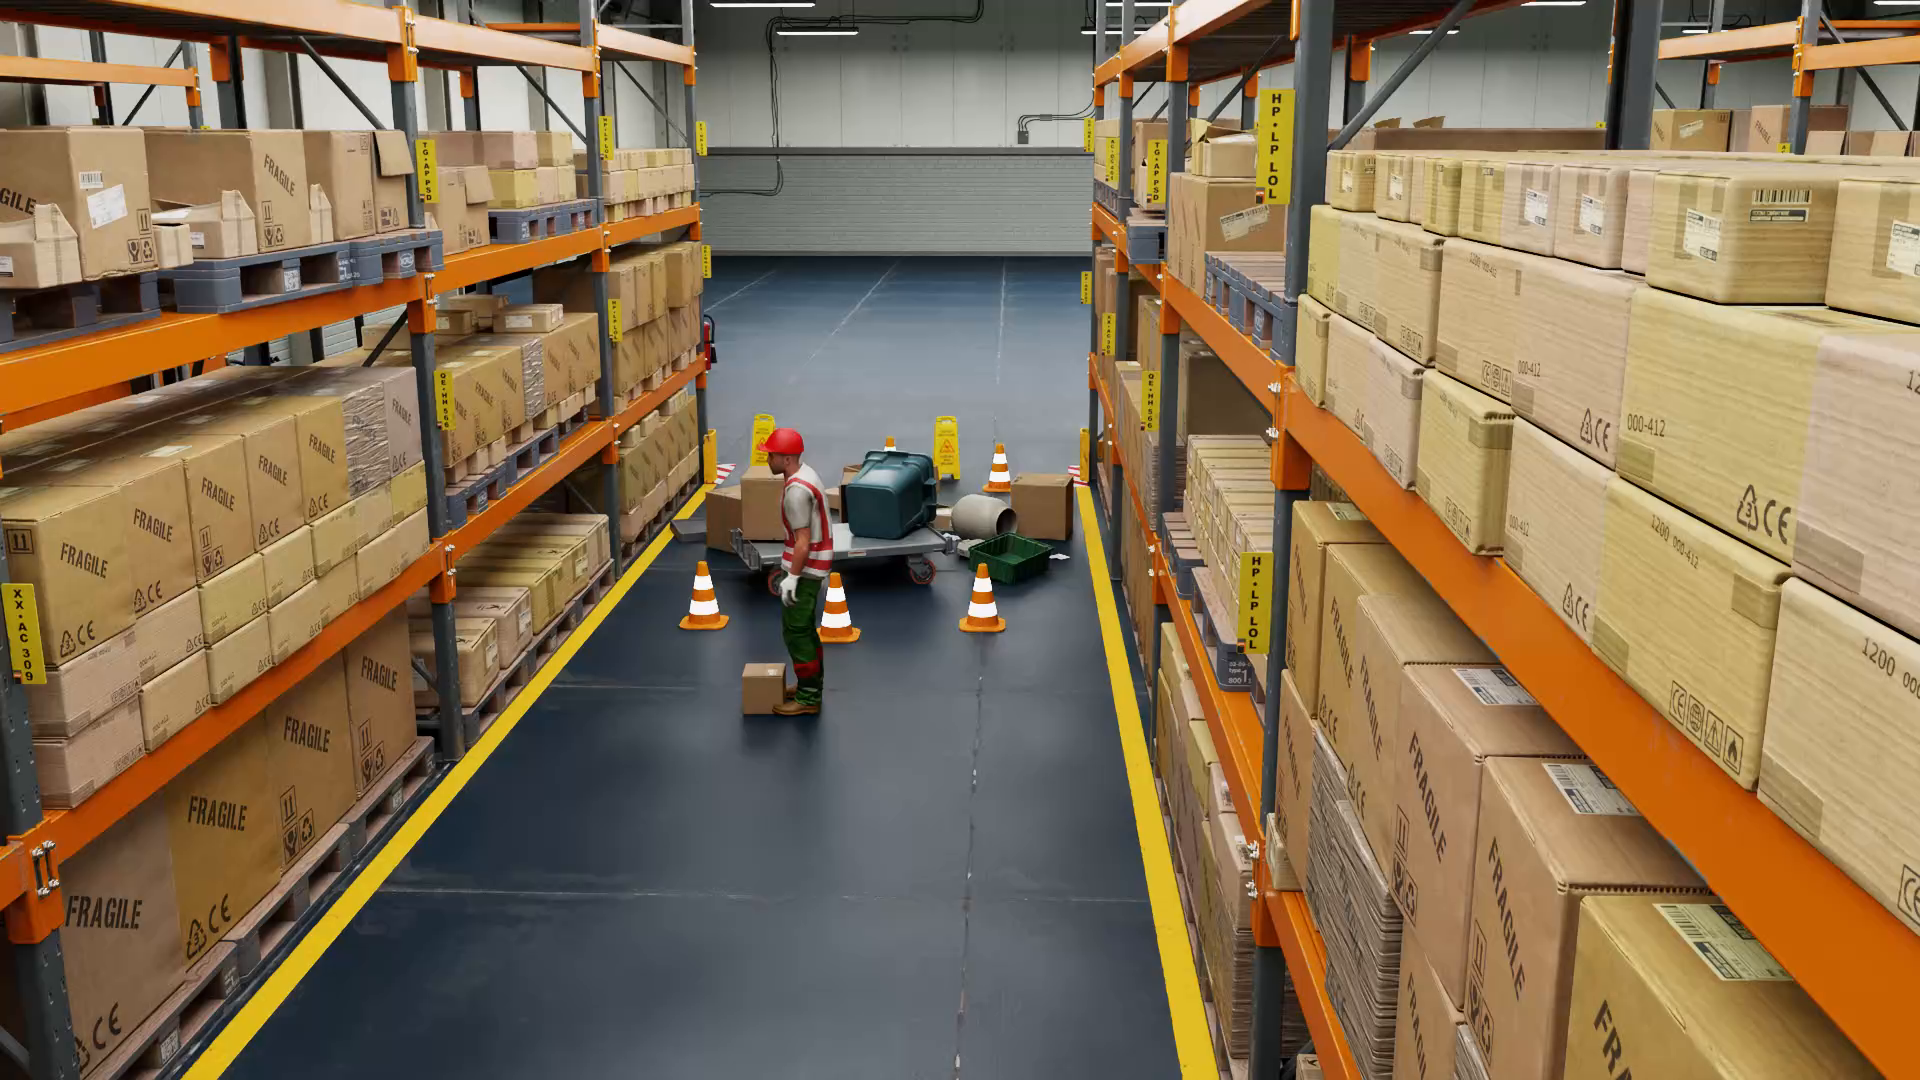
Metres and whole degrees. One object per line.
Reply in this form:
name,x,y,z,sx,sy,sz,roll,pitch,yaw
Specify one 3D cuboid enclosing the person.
person,-0.995,0.188,10.194,0.447,1.780,0.623,0,14,-1
